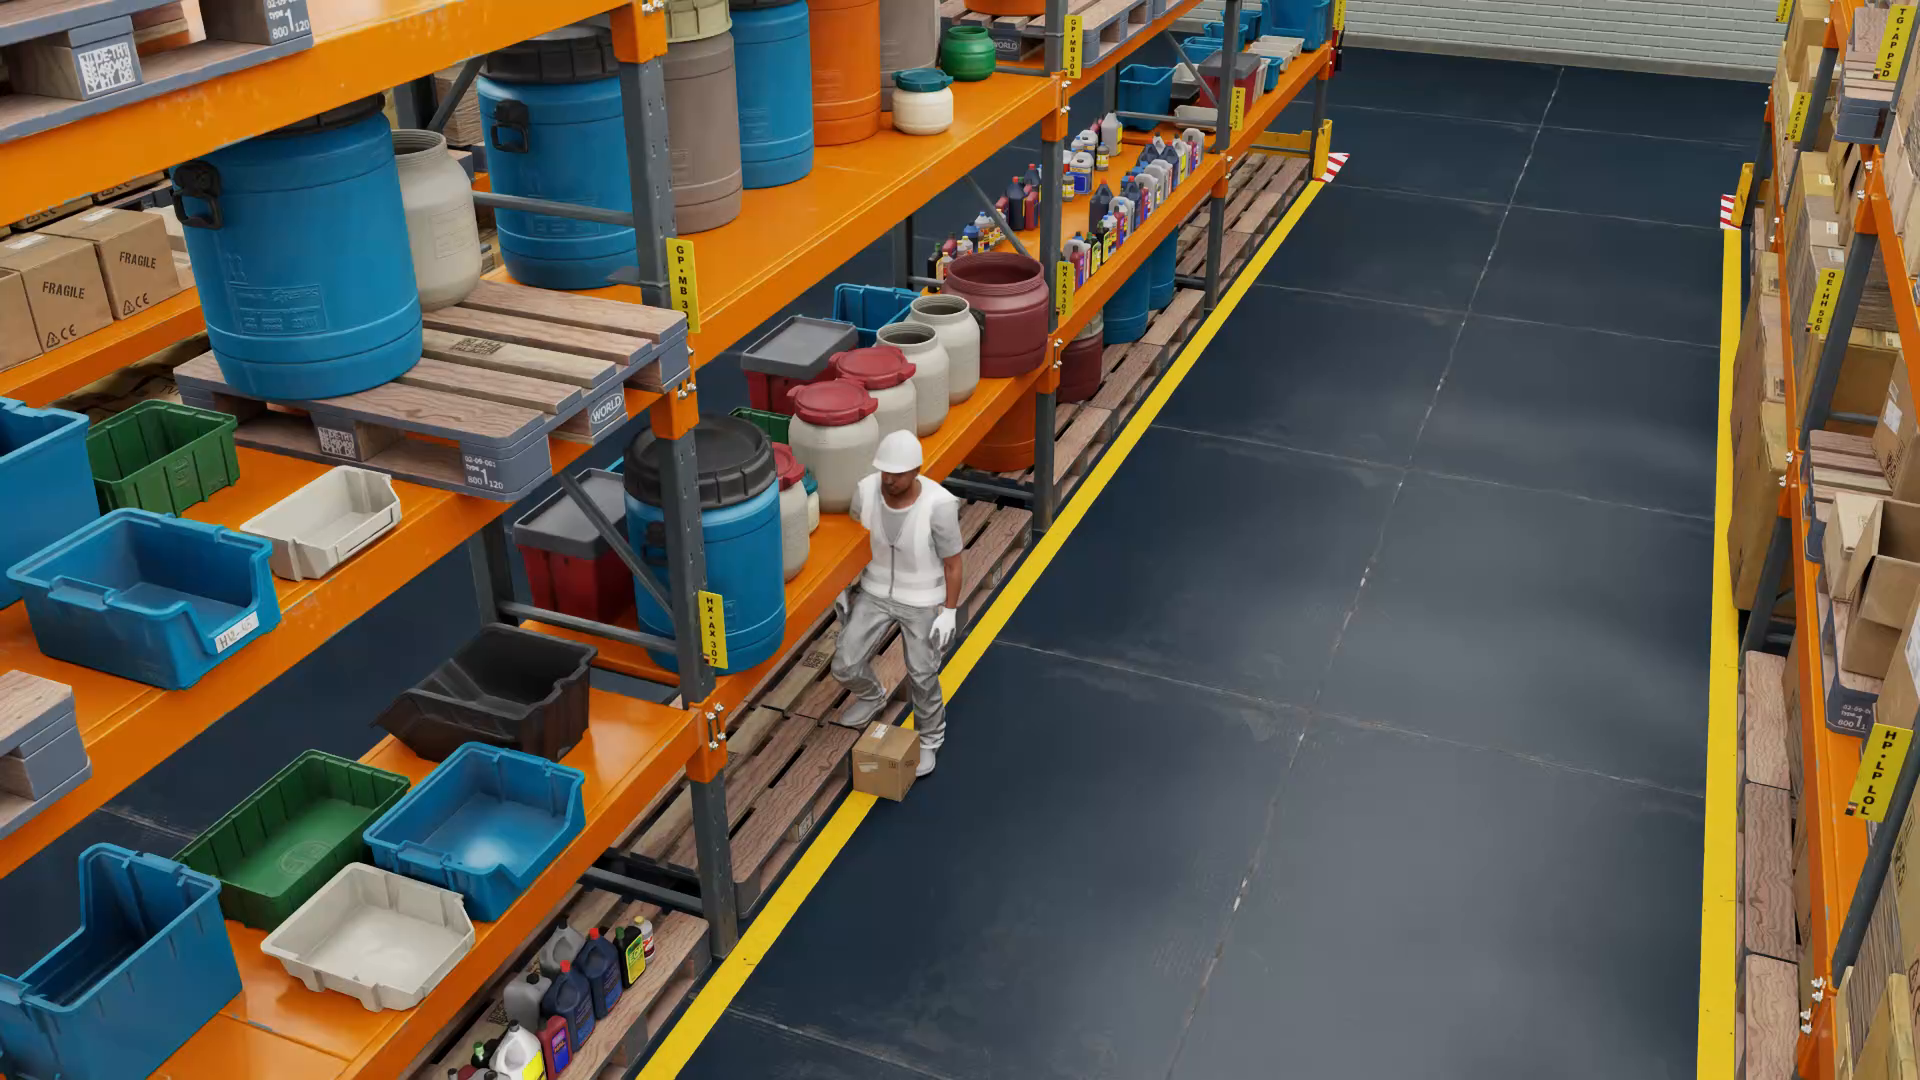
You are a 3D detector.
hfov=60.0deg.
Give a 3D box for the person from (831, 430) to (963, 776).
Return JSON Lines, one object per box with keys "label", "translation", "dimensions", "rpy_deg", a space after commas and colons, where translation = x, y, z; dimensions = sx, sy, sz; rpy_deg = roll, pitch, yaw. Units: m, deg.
{"label": "person", "translation": [-0.301, 0.308, 7.833], "dimensions": [0.617, 1.784, 0.524], "rpy_deg": [12, 31, 20]}
